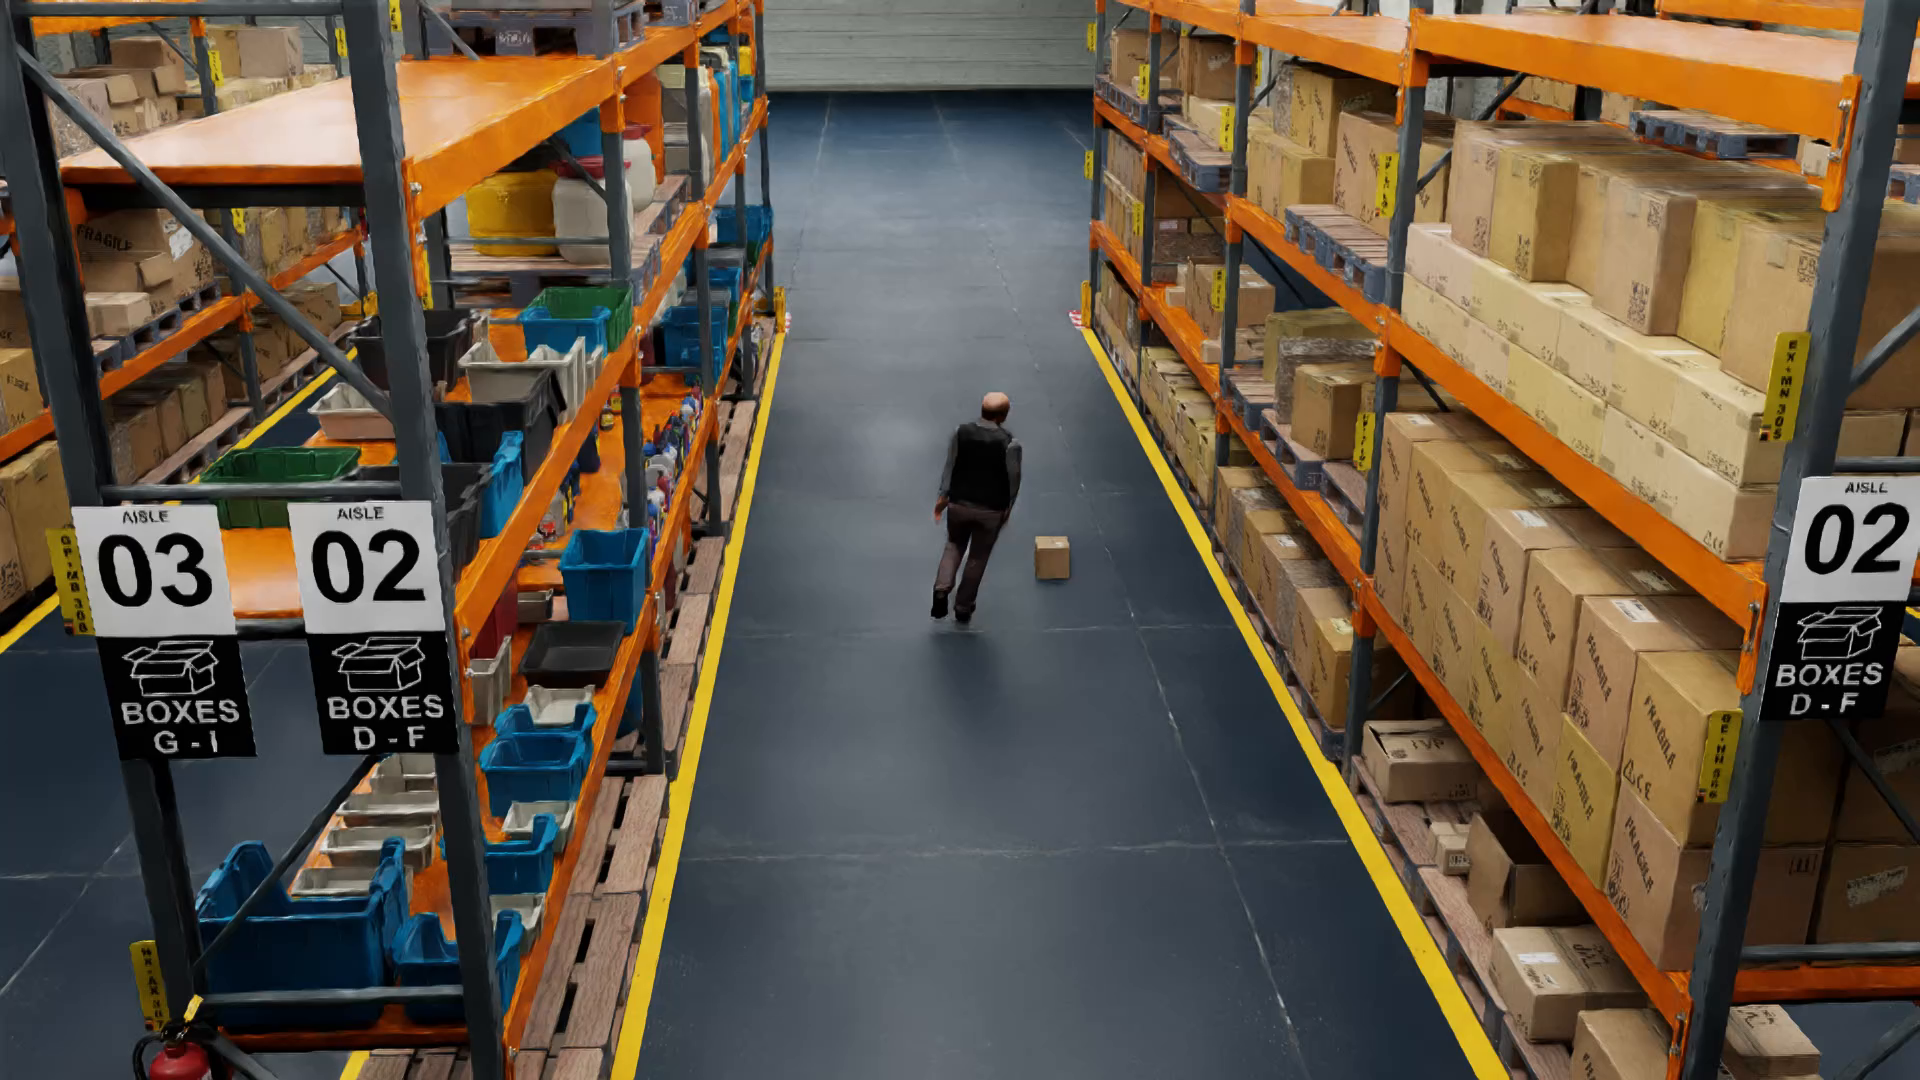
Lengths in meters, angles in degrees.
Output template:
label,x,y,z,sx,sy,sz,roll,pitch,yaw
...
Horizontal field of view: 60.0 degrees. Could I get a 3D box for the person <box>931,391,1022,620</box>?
label,x,y,z,sx,sy,sz,roll,pitch,yaw
person,0.119,-0.222,11.698,0.629,1.699,0.502,6,21,16
